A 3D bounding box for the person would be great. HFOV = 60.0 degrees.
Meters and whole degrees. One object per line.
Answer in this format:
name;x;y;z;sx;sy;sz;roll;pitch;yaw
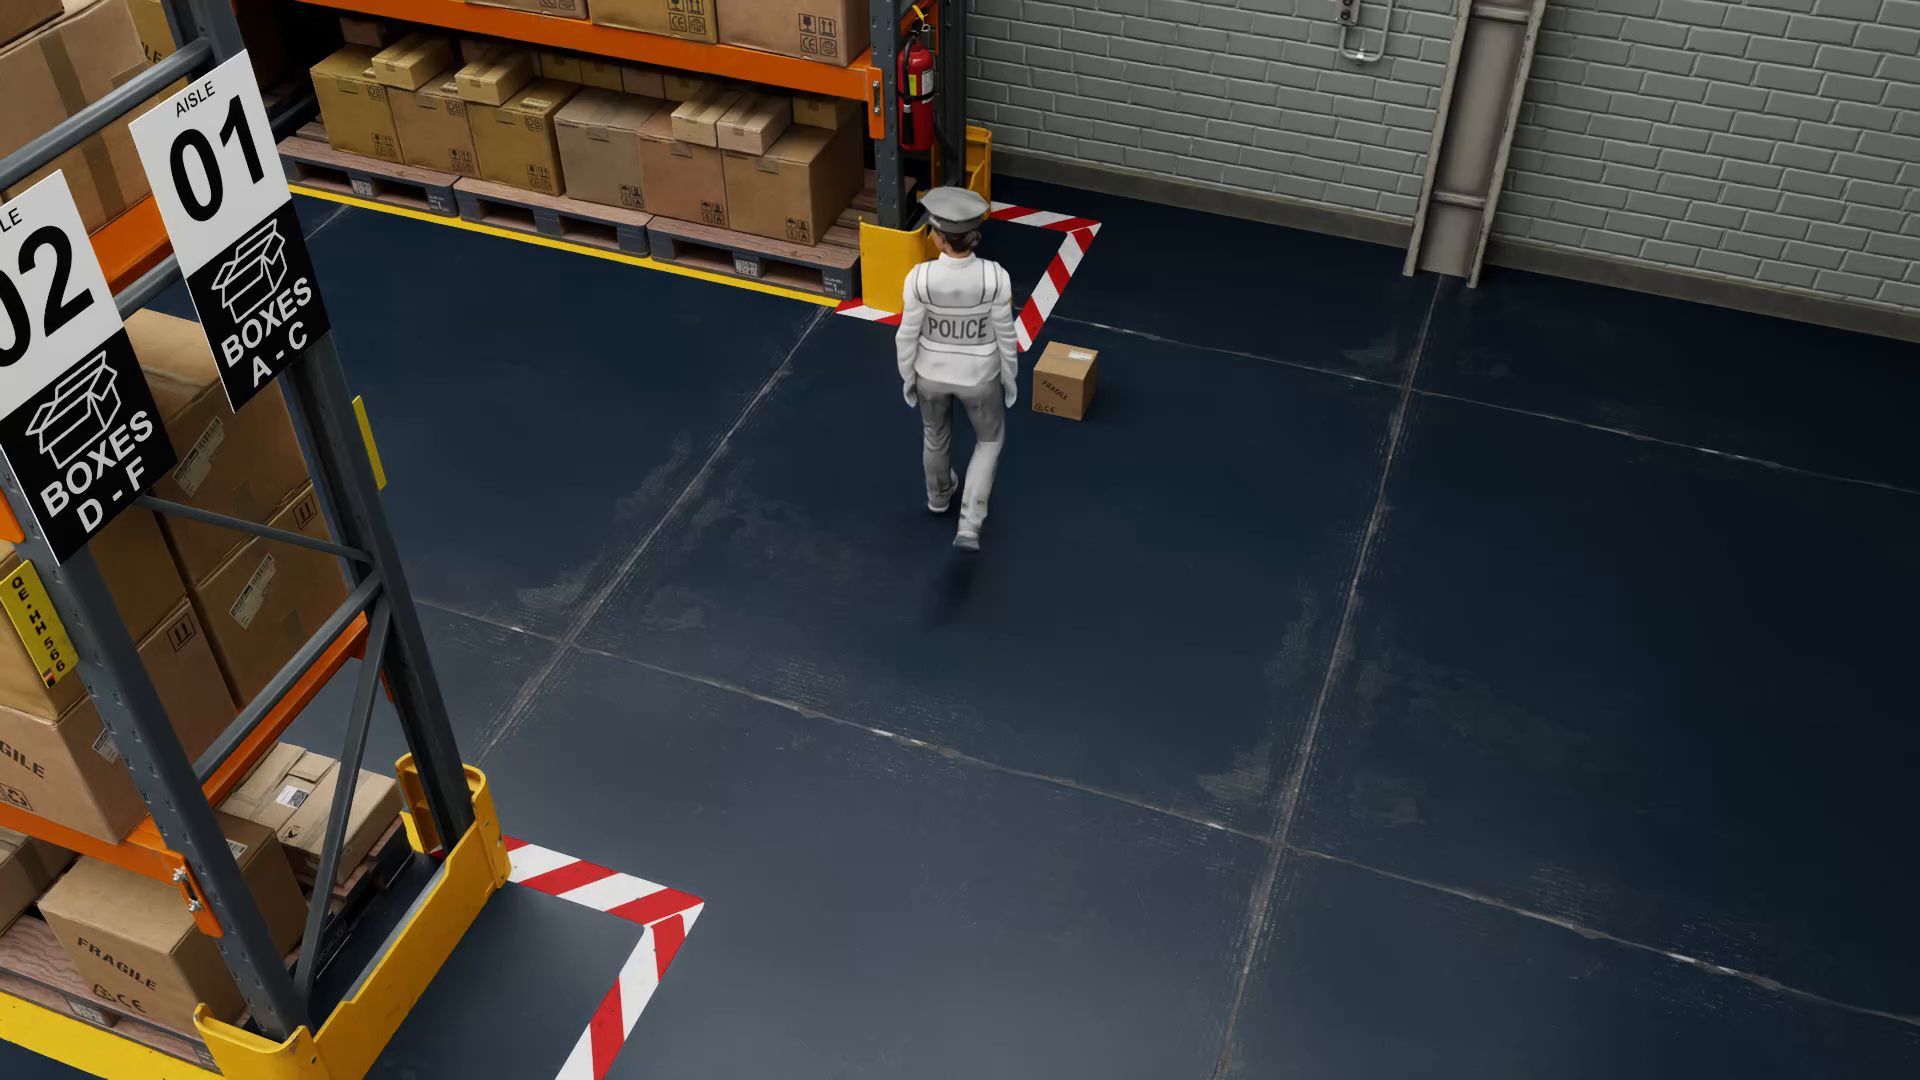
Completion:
person;-0.011;-0.667;6.893;0.499;1.652;0.730;4;42;5
